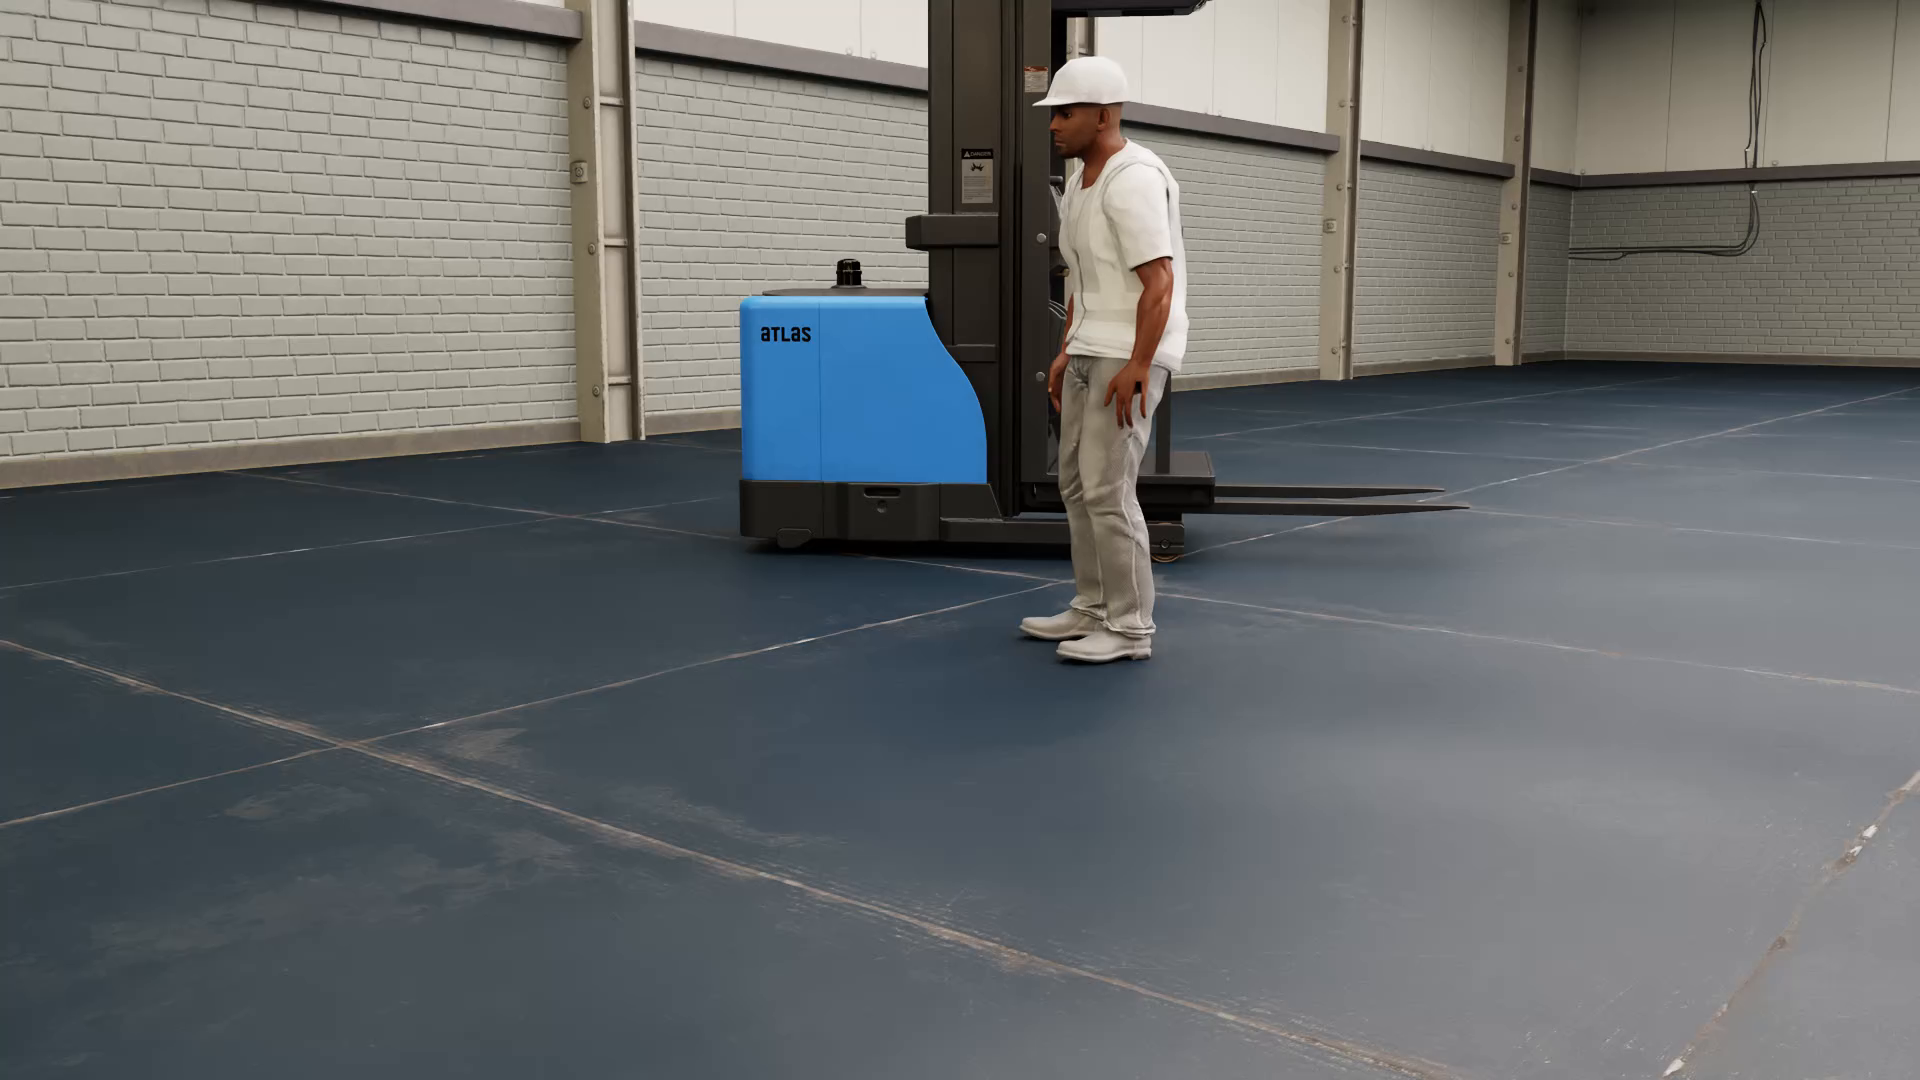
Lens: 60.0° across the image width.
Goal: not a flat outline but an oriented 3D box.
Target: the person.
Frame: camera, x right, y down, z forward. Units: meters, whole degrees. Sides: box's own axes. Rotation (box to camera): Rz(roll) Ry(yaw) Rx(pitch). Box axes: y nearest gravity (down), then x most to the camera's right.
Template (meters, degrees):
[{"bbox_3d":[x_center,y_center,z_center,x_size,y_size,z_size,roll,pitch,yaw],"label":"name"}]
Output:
[{"bbox_3d":[0.426,-0.528,4.951,0.458,1.760,0.635,-2,9,-15],"label":"person"}]

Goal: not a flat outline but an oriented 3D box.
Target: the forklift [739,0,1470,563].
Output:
[{"bbox_3d":[0.620,-1.439,7.118,3.031,2.935,1.130,1,8,7],"label":"forklift"}]
